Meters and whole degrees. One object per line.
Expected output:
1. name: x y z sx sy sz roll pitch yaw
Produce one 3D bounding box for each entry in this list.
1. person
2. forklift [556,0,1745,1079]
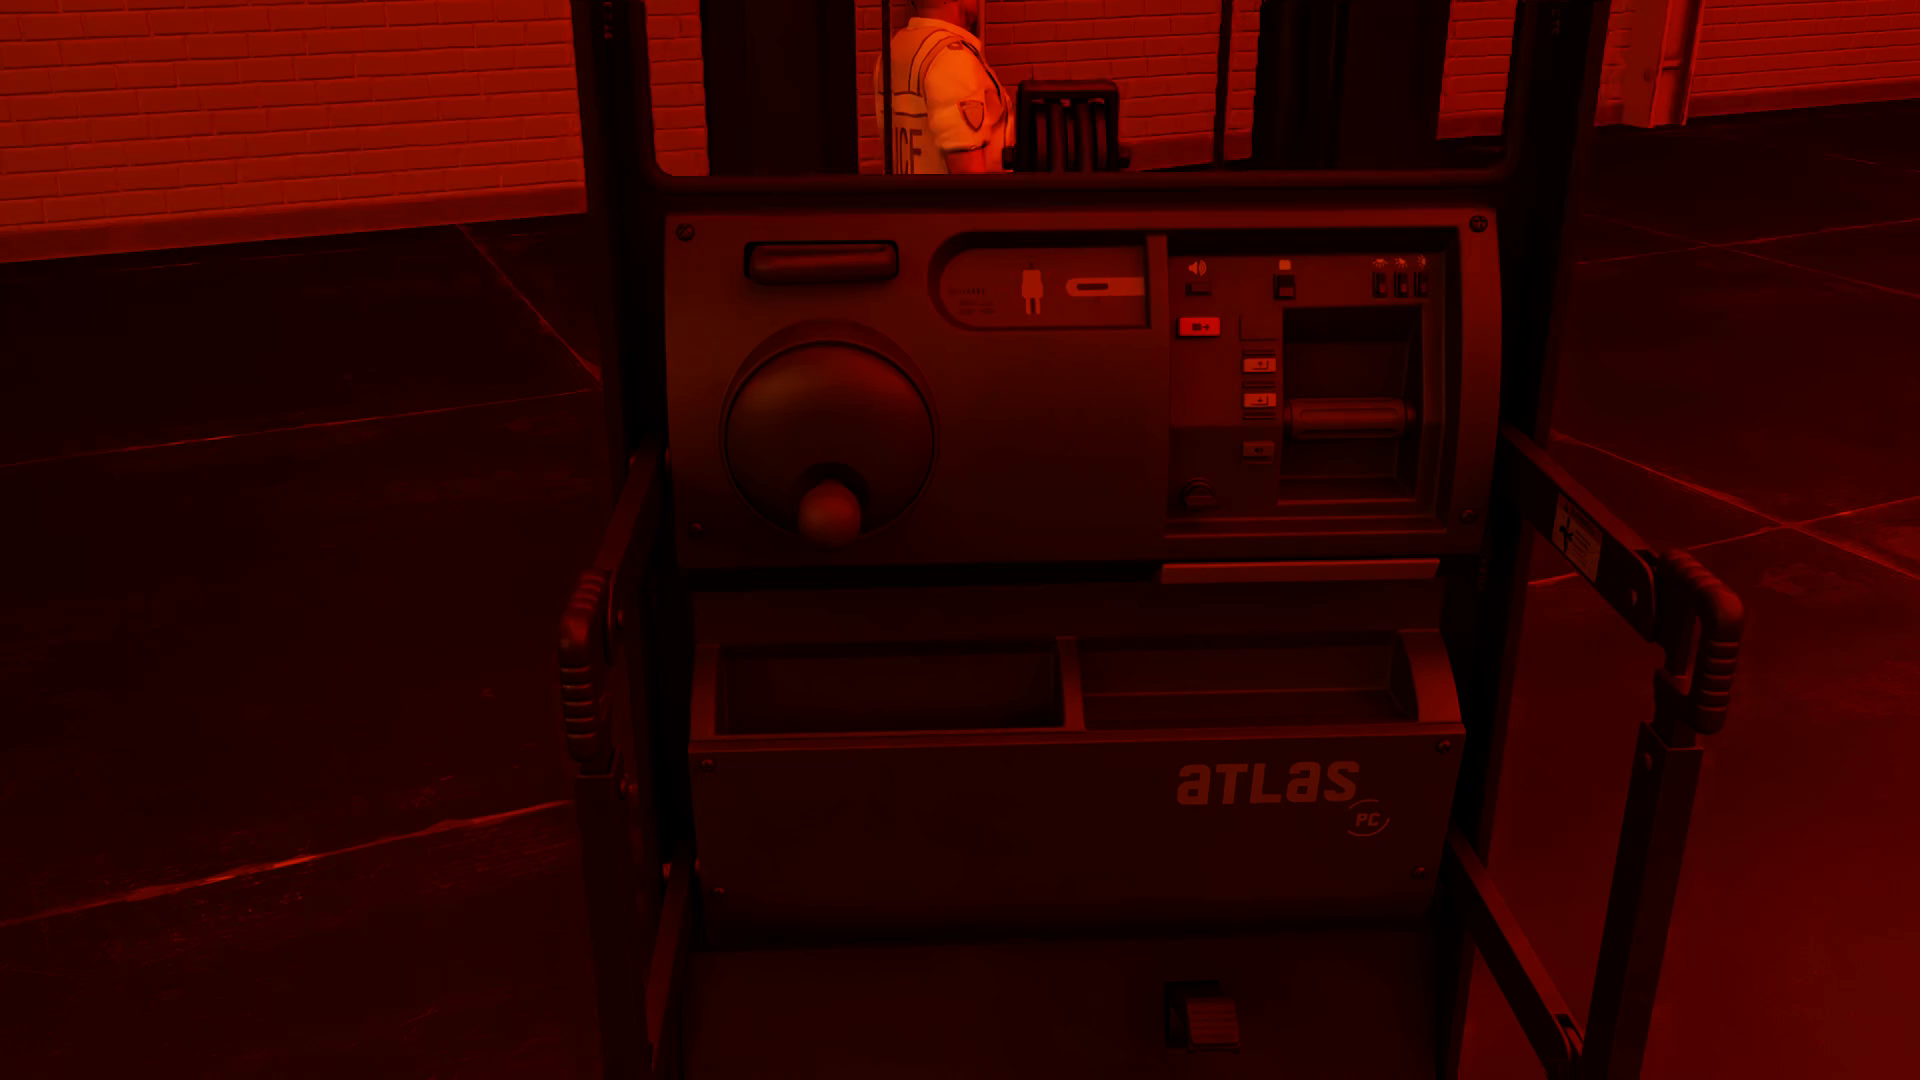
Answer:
1. person: 0.076 -0.839 4.783 0.574 1.781 0.641 -10 25 -23
2. forklift: 0.153 -0.157 1.664 1.130 2.935 3.031 -1 23 -3
